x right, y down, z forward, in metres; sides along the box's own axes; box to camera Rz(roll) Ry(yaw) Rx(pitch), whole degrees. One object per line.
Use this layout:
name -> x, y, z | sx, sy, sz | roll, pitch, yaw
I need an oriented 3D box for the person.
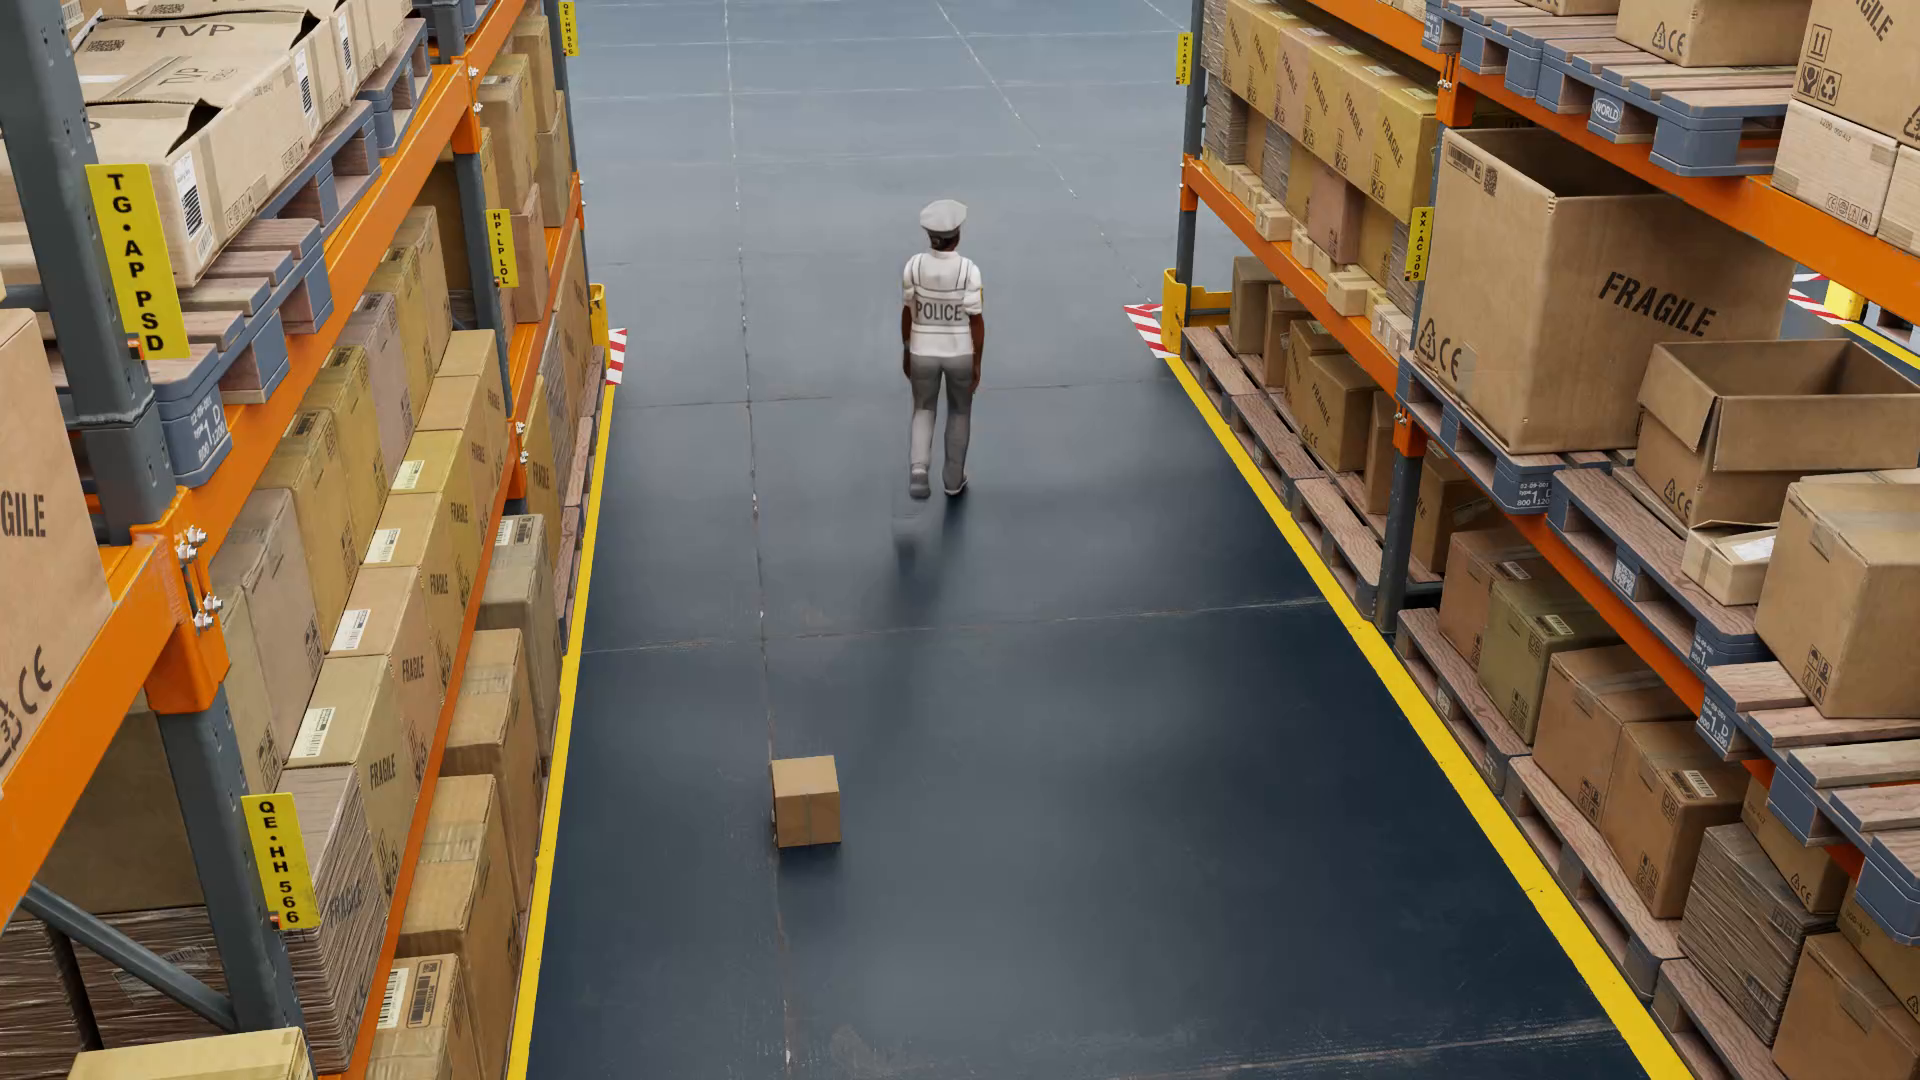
person -> -0.099, -0.986, 8.953 | 0.460, 1.672, 0.609 | 4, 28, 8
